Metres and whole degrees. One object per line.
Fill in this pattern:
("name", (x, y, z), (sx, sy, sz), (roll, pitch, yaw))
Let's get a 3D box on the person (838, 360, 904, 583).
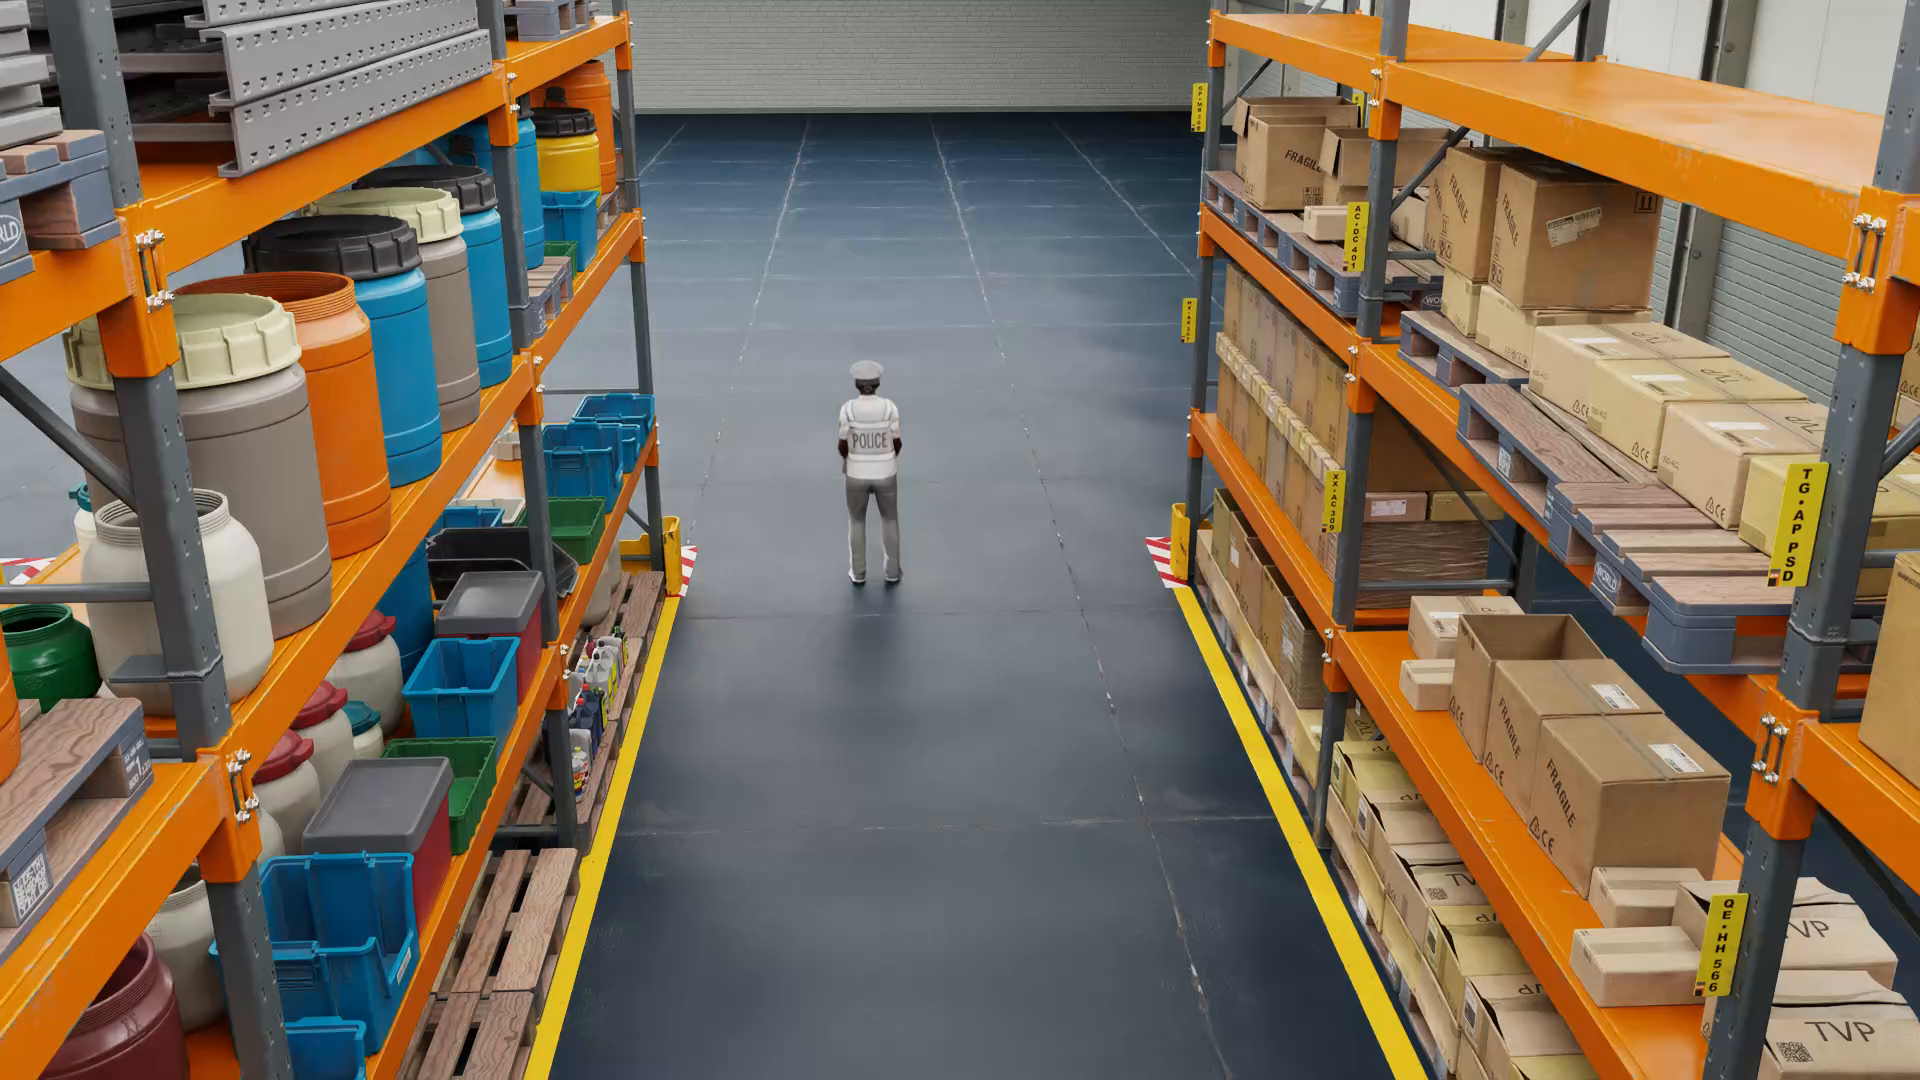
("person", (-0.663, -0.497, 12.374), (0.481, 1.682, 0.415), (-1, 21, -4))
